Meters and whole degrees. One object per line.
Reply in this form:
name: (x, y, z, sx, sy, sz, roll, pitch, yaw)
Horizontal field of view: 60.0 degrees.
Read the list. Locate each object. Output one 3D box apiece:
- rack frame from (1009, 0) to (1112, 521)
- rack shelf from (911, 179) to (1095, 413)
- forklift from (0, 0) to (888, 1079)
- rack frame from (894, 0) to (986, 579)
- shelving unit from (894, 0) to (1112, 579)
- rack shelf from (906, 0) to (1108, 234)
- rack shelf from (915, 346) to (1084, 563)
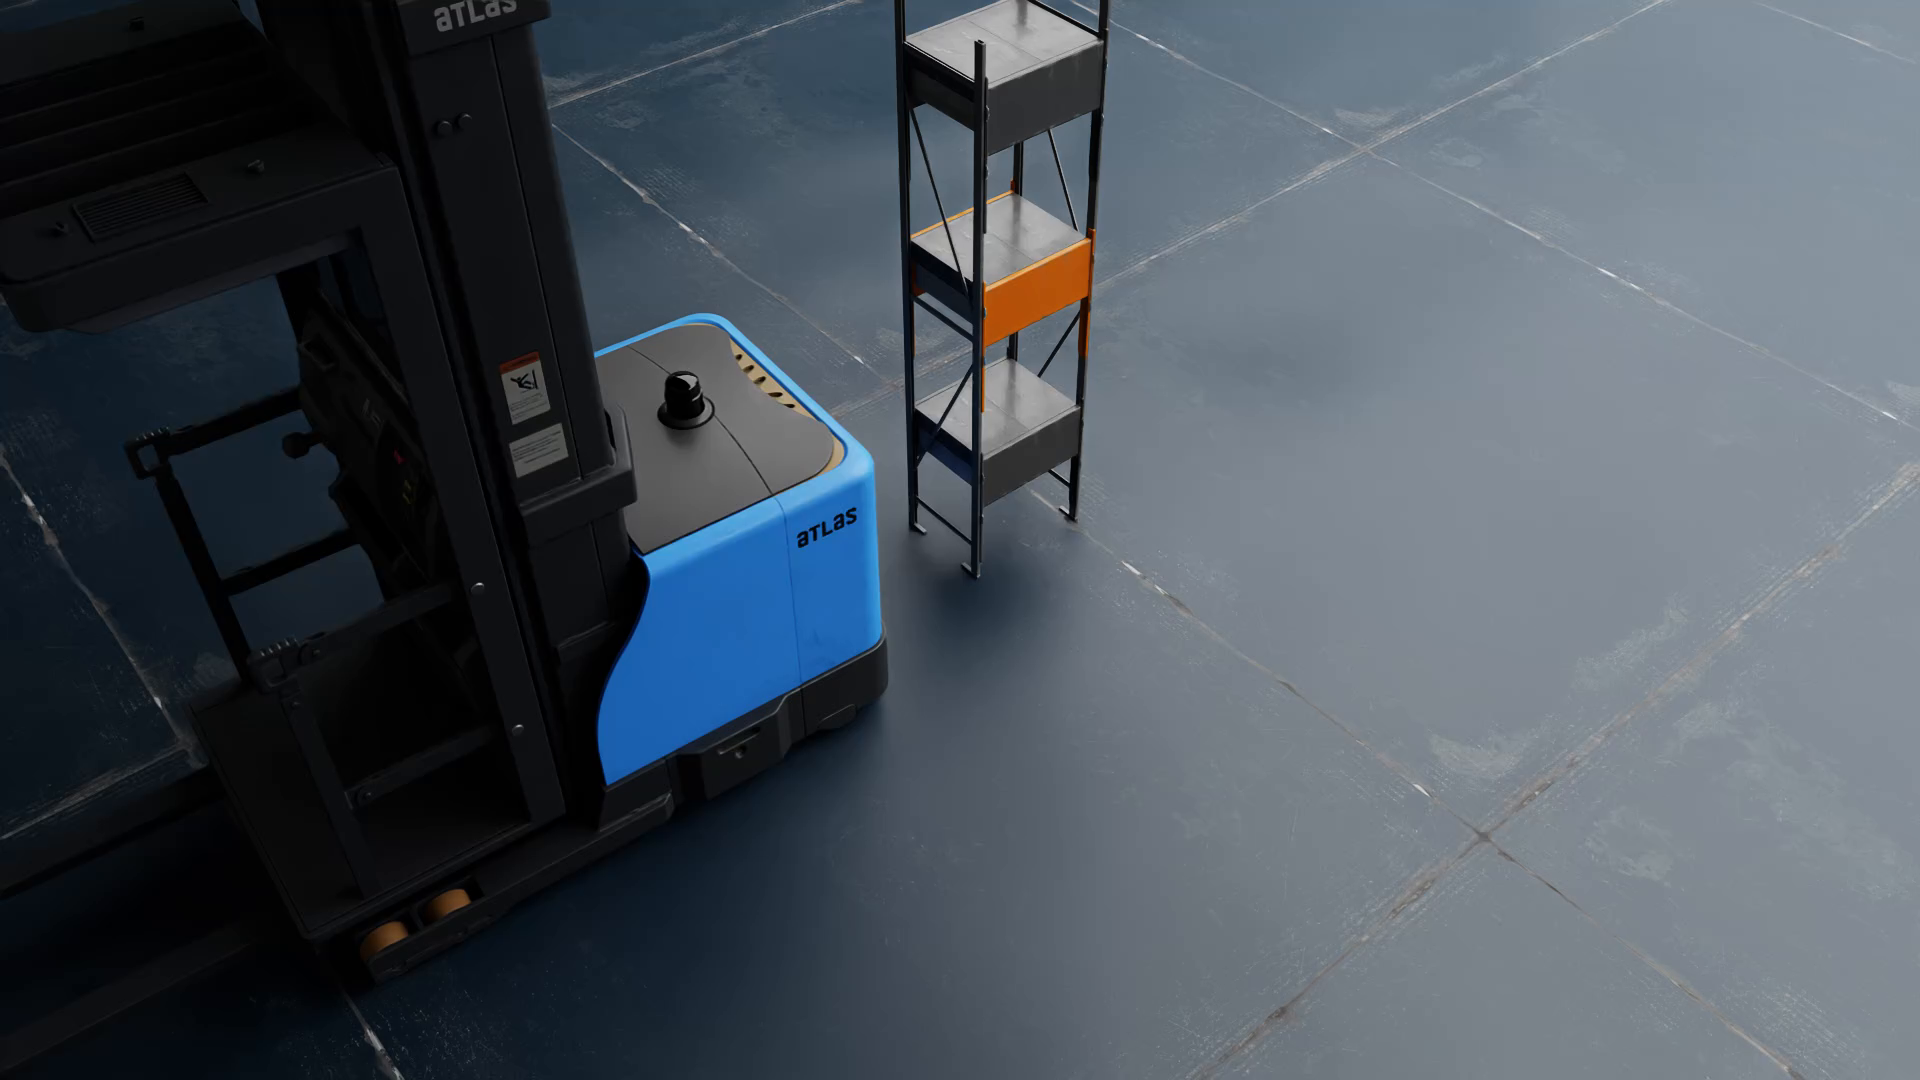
rack frame: (0.314, -0.945, 5.723, 0.015, 2.100, 0.400, -30, 51, -28)
rack shelf: (0.127, -0.828, 5.618, 0.480, 0.518, 0.431, -30, 51, -28)
forklift: (-1.732, -0.199, 4.321, 3.031, 2.935, 1.130, -27, 49, -26)
rack frame: (-0.060, -0.731, 5.494, 0.015, 2.100, 0.400, -30, 51, -28)
shelving unit: (0.127, -0.838, 5.609, 0.503, 2.100, 0.431, -30, 51, -28)
rack shelf: (0.127, -1.338, 5.139, 0.480, 0.518, 0.431, -30, 51, -28)
rack shelf: (0.127, -0.318, 6.097, 0.480, 0.518, 0.431, -30, 51, -28)
